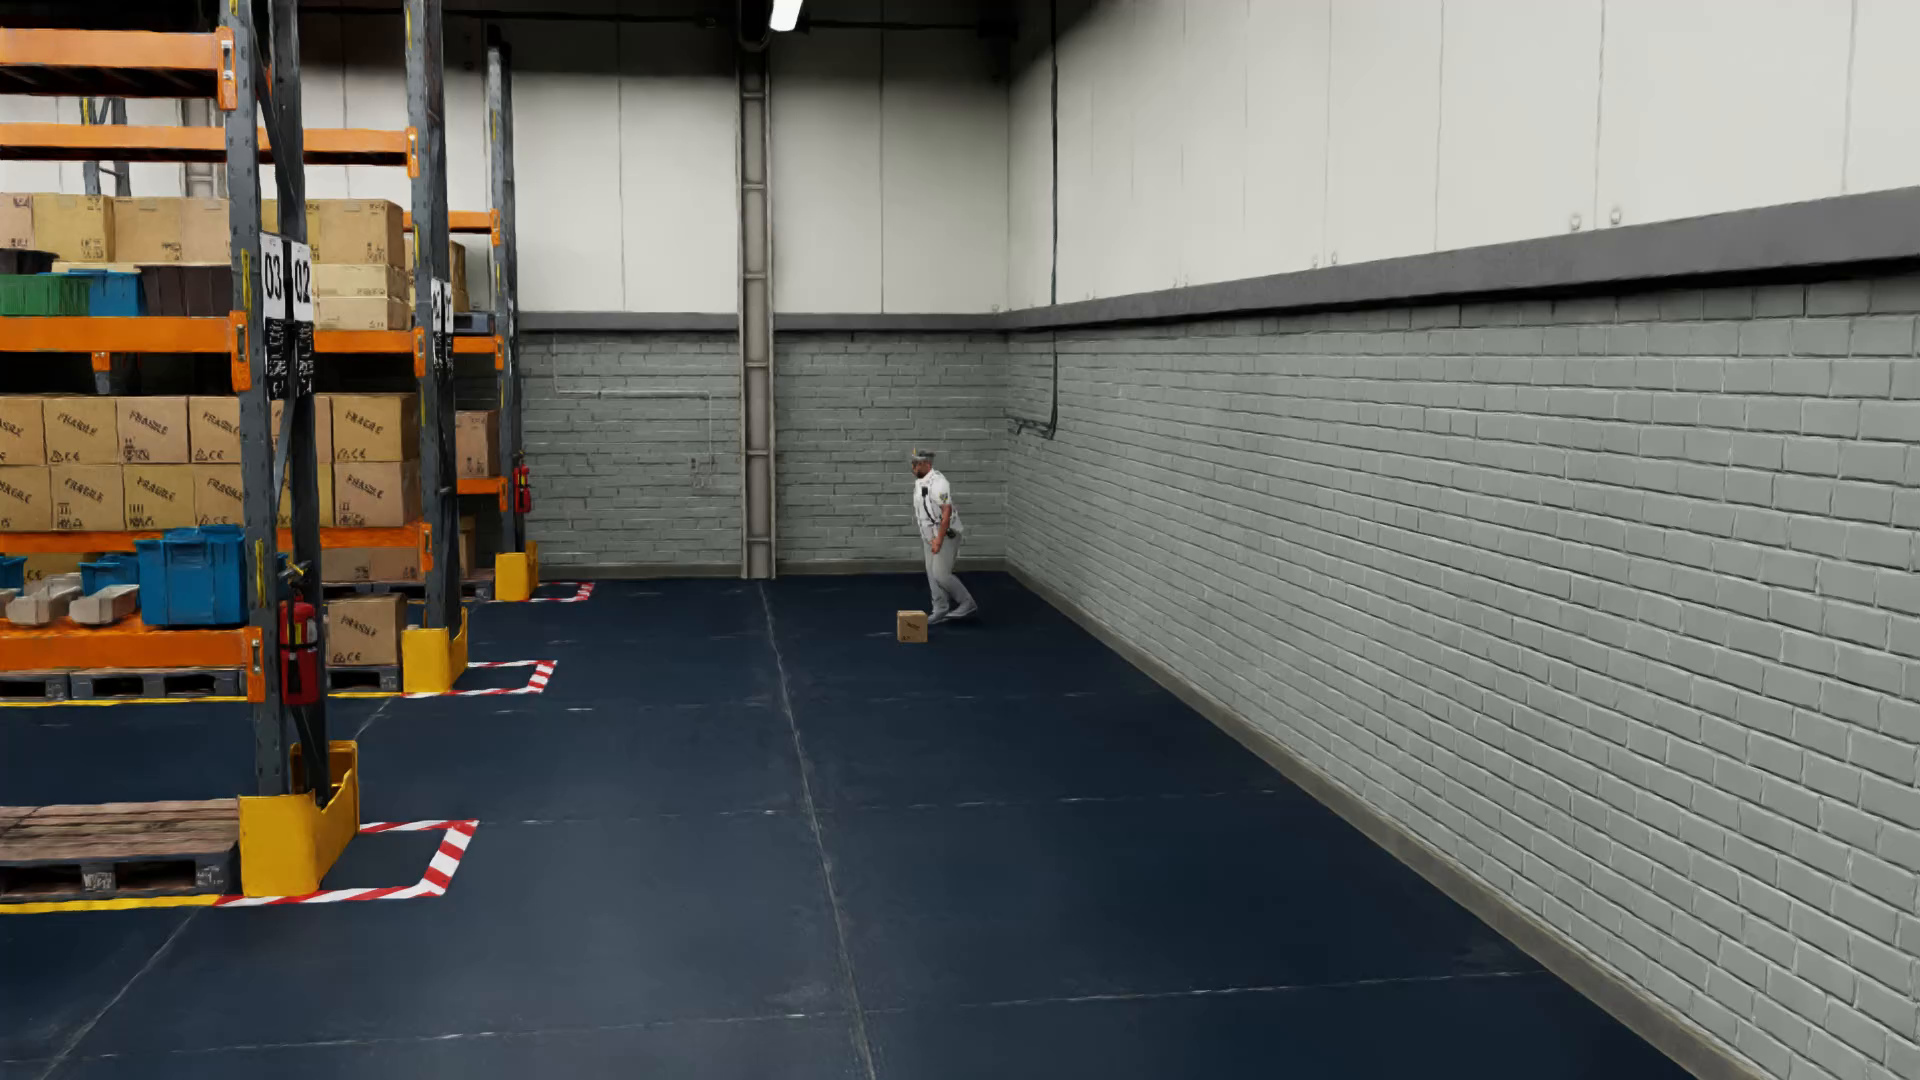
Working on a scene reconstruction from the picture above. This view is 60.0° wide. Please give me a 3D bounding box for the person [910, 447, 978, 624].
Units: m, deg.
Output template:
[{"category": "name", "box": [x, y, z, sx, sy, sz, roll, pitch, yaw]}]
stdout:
[{"category": "person", "box": [-0.185, -0.039, 16.116, 0.644, 1.733, 0.539, -4, 7, -29]}]
